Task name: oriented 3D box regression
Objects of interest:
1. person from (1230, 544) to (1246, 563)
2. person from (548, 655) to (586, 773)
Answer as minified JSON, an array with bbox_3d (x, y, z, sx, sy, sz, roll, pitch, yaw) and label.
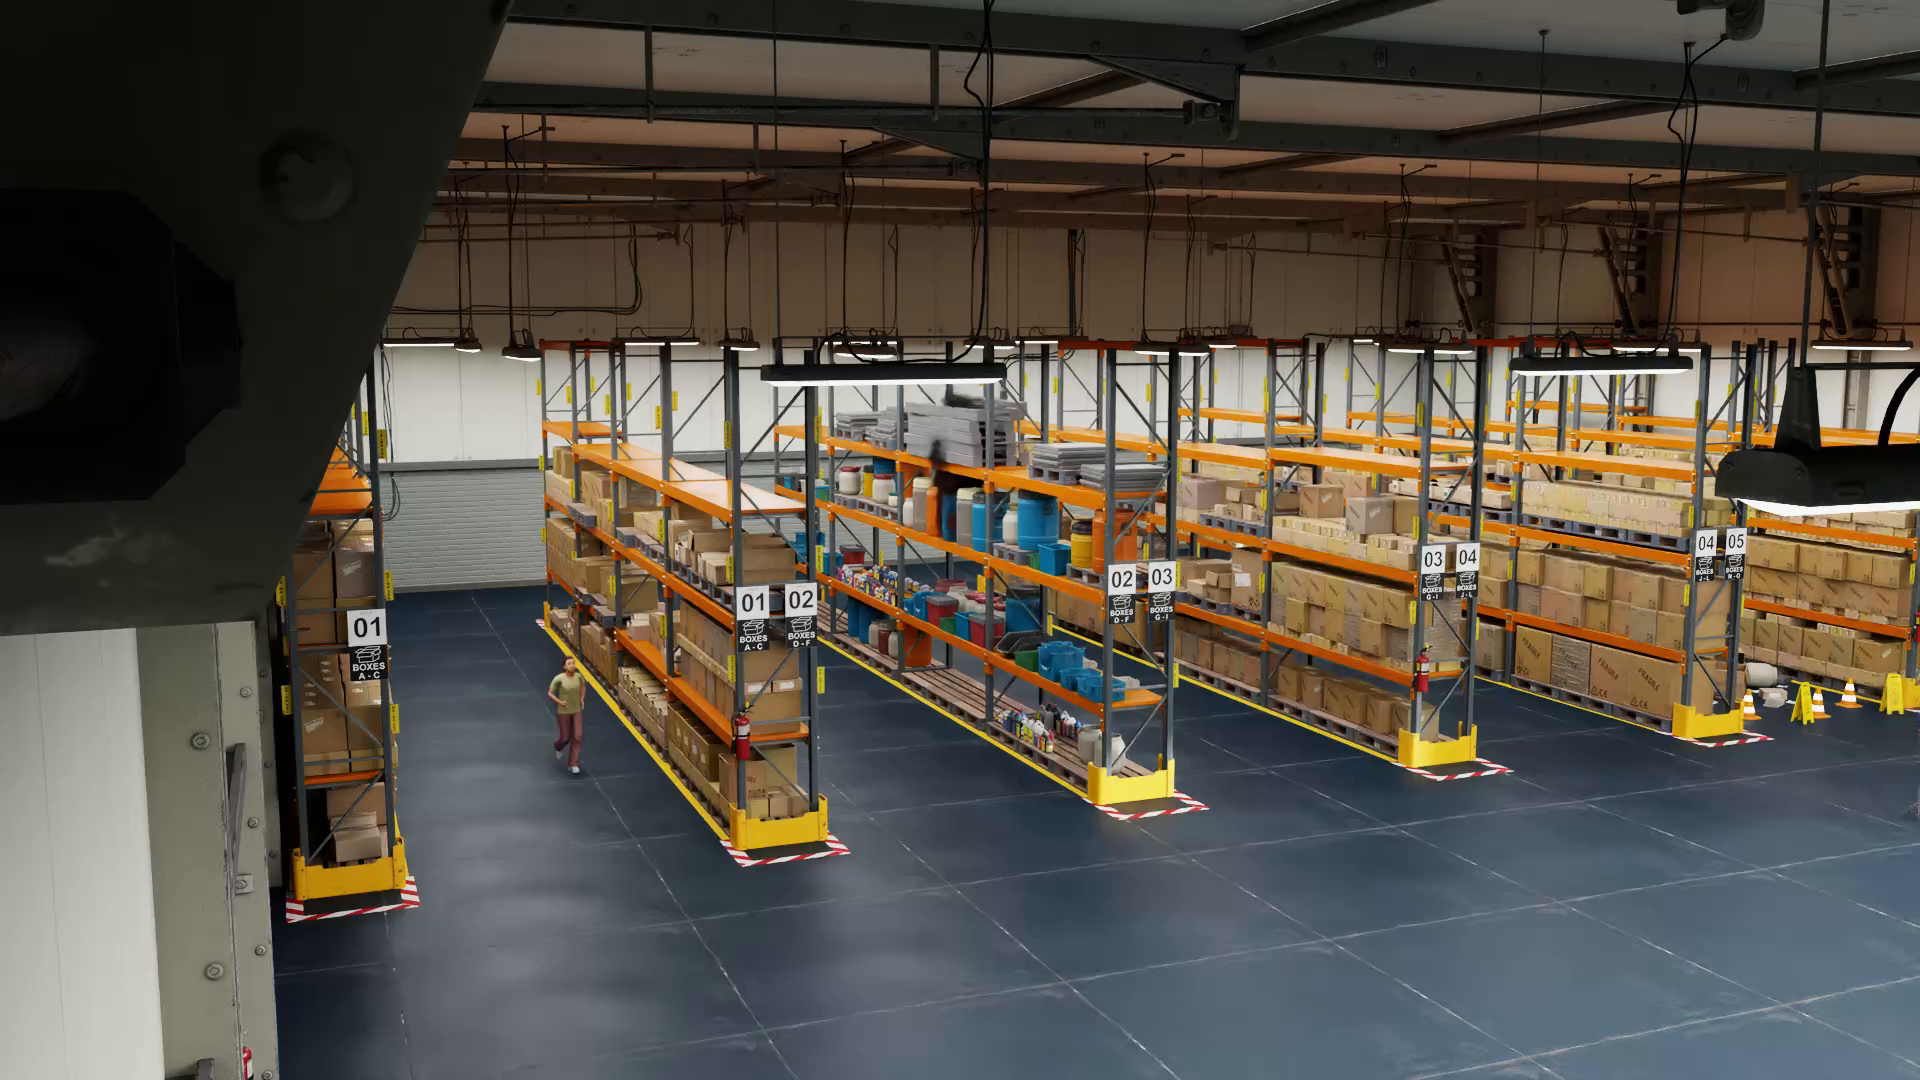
[{"bbox_3d":[5.946,0.941,34.986,0.676,1.740,0.814,-3,8,-21],"label":"person"},{"bbox_3d":[-5.566,2.443,23.668,0.577,1.643,0.752,-5,9,-35],"label":"person"}]
